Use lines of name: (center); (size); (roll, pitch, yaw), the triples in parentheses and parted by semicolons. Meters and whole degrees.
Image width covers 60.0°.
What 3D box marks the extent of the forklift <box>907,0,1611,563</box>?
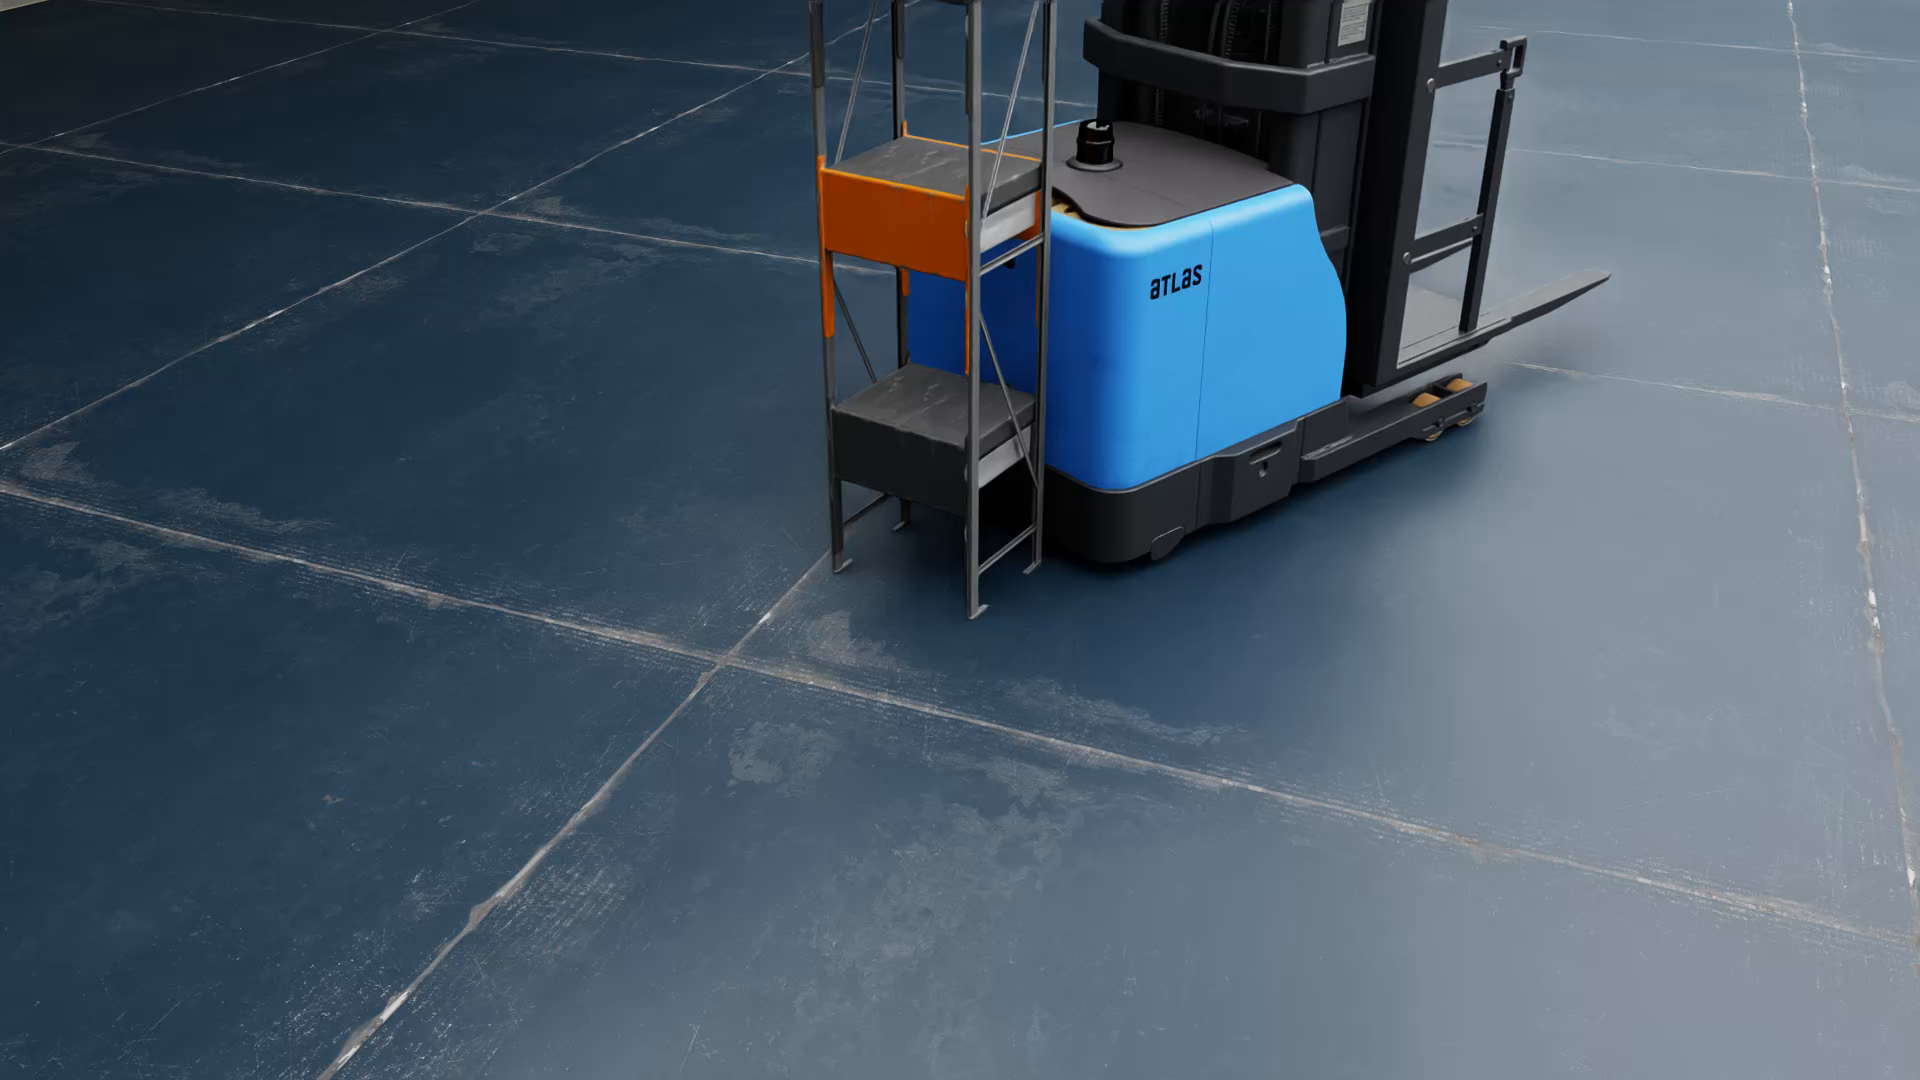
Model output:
forklift: (1.256, -1.800, 5.457); (3.031, 2.935, 1.130); (-23, 37, -34)

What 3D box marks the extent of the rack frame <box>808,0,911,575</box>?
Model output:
rack frame: (-0.273, -0.891, 4.693); (0.015, 2.100, 0.400); (18, 34, 28)

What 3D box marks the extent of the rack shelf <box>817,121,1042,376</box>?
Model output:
rack shelf: (-0.069, -0.814, 4.584); (0.480, 0.518, 0.431); (18, 34, 28)

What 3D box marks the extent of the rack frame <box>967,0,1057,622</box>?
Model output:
rack frame: (0.136, -0.761, 4.462); (0.015, 2.100, 0.400); (18, 34, 28)

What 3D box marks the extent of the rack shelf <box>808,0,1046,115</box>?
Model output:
rack shelf: (-0.069, -1.423, 4.240); (0.480, 0.518, 0.431); (18, 34, 28)

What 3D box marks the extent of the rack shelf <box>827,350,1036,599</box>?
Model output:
rack shelf: (-0.069, -0.205, 4.929); (0.480, 0.518, 0.431); (18, 34, 28)

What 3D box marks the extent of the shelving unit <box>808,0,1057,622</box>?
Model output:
shelving unit: (-0.069, -0.826, 4.577); (0.503, 2.100, 0.431); (18, 34, 28)
